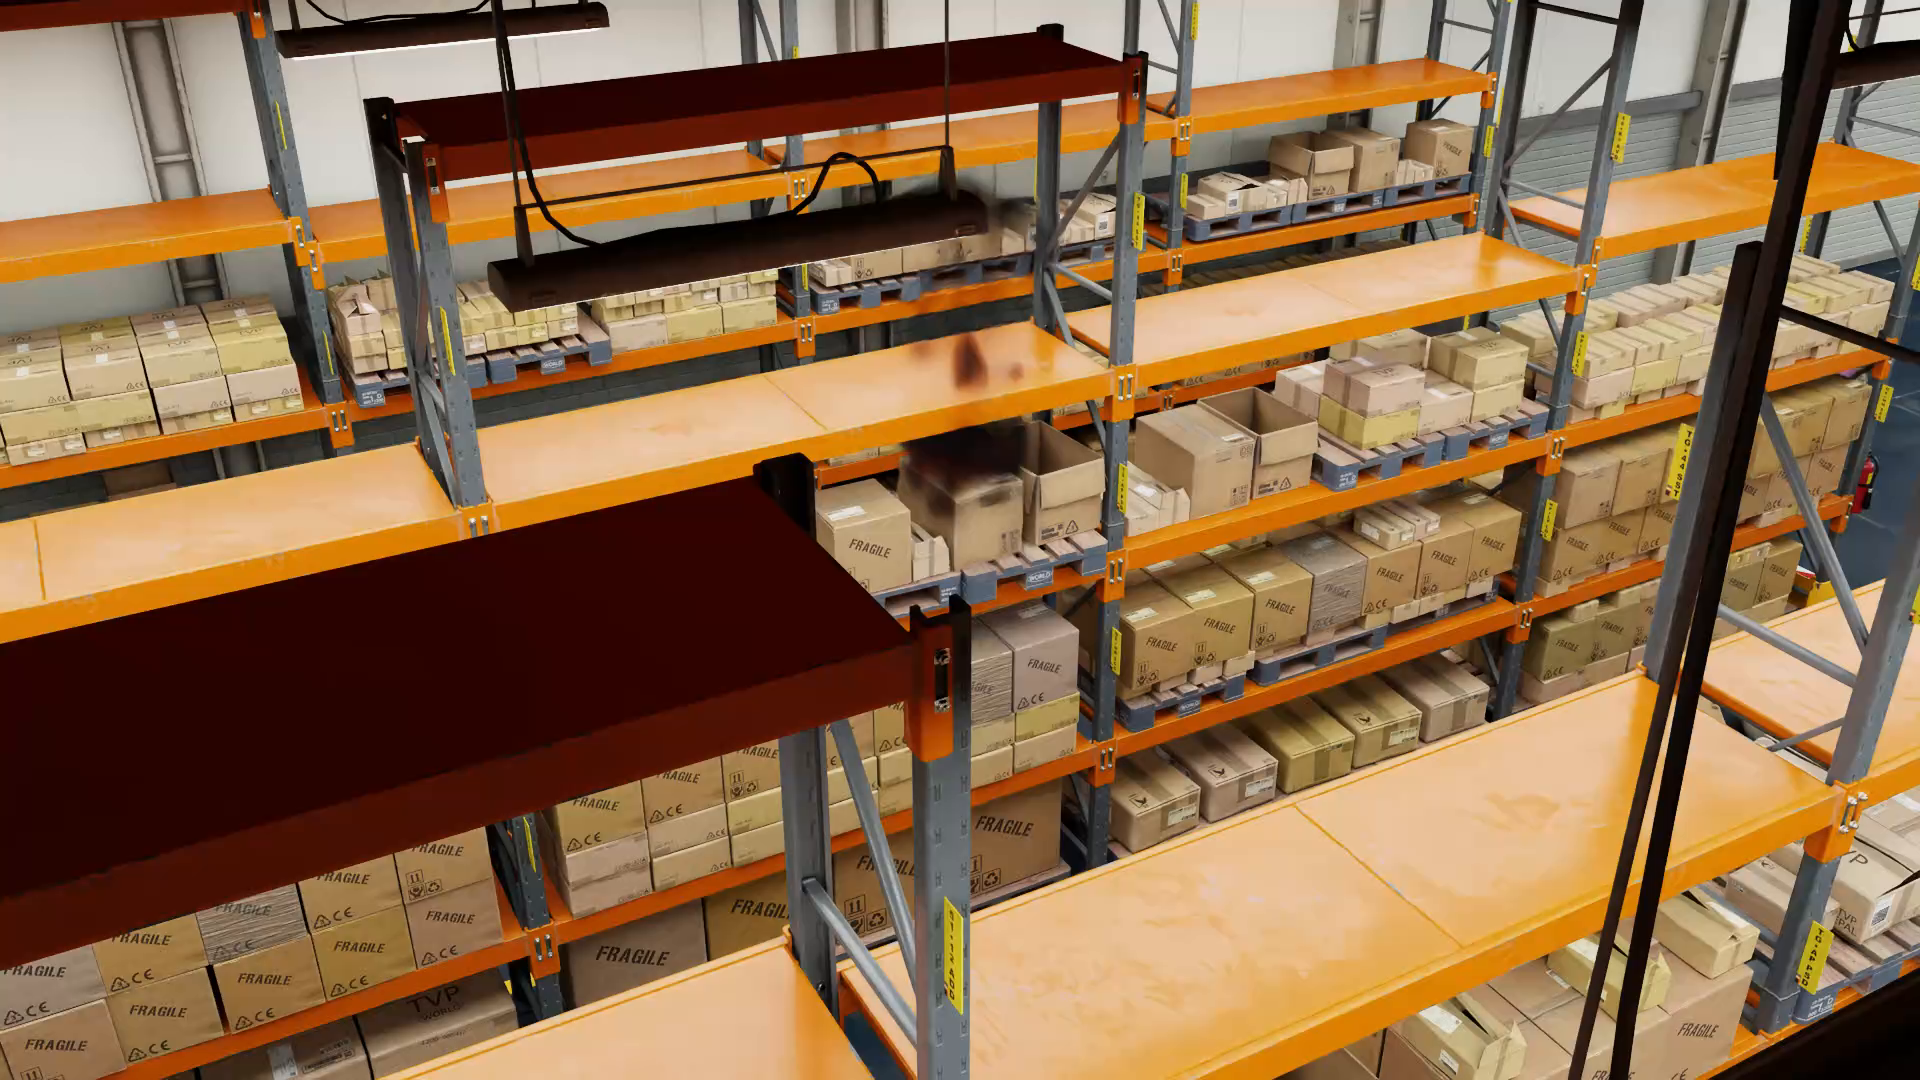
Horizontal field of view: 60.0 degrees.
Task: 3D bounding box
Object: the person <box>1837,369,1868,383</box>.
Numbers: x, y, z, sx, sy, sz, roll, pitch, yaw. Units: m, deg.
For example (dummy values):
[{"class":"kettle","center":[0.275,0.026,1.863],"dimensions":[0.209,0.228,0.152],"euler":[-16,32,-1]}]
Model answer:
[{"class":"person","center":[9.652,-1.514,18.249],"dimensions":[0.661,1.529,0.527],"euler":[-23,35,-36]}]
